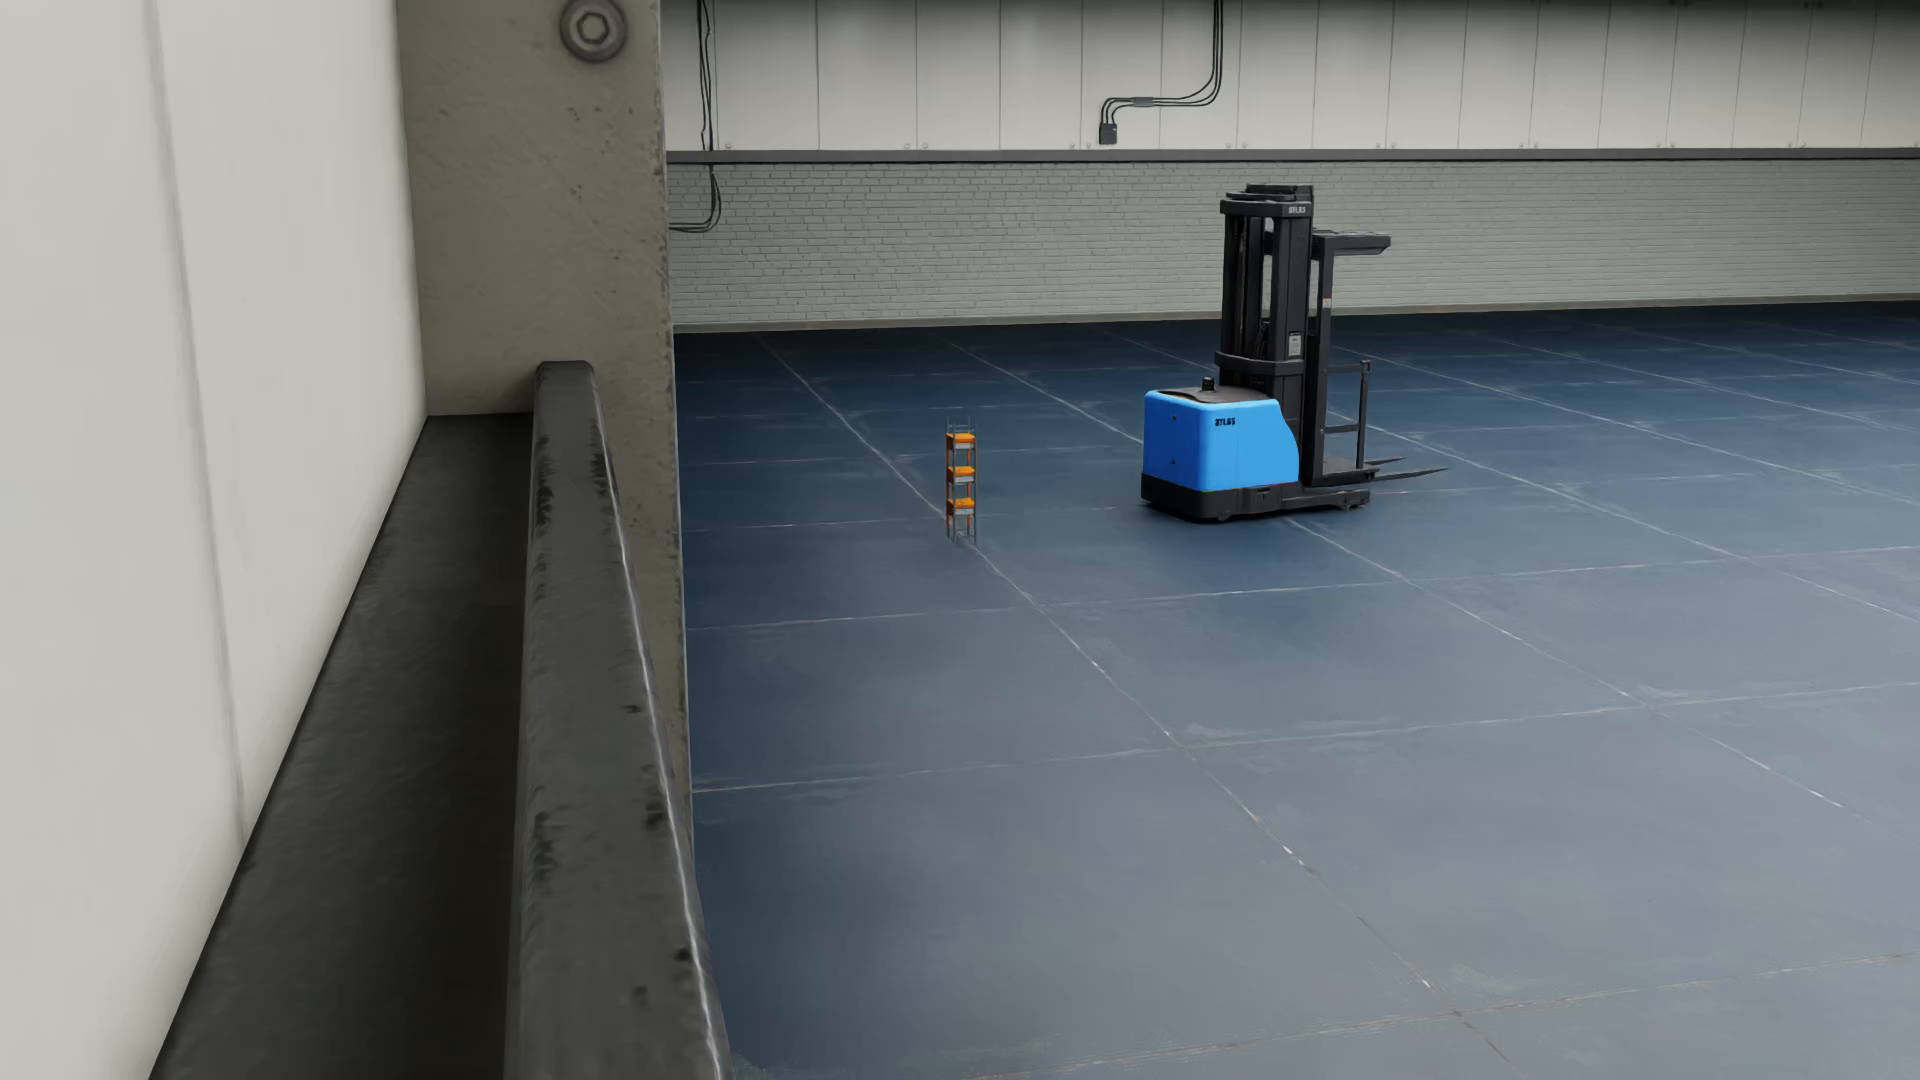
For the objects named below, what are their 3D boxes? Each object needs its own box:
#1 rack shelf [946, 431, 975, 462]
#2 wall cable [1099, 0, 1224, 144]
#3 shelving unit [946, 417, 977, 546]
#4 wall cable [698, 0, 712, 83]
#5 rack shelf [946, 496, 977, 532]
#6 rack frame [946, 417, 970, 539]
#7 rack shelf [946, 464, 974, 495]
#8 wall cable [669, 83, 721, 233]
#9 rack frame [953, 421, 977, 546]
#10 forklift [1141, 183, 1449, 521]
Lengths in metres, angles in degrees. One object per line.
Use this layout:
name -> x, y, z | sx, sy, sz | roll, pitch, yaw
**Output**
rack shelf -> 0.013, -0.763, 13.965 | 0.215, 0.259, 0.240 | -3, 14, -13
wall cable -> 3.635, -10.093, 29.391 | 2.305, 6.003, 0.169 | -3, 14, -13
shelving unit -> 0.013, -0.498, 14.030 | 0.215, 1.050, 0.252 | -3, 14, -13
wall cable -> -2.967, -9.012, 28.030 | 3.097, 2.526, 0.112 | -3, 14, -13
rack shelf -> 0.013, -0.217, 14.098 | 0.215, 0.259, 0.240 | -3, 14, -13
rack frame -> -0.016, -0.526, 14.145 | 0.200, 1.050, 0.008 | -3, 14, -13
rack shelf -> 0.013, -0.487, 14.032 | 0.215, 0.259, 0.240 | -3, 14, -13
wall cable -> -5.597, -6.407, 28.013 | 3.097, 2.526, 0.112 | -3, 14, -13
rack frame -> 0.041, -0.470, 13.914 | 0.200, 1.050, 0.008 | -3, 14, -13
forklift -> 3.240, -1.813, 15.448 | 3.031, 2.935, 1.130 | -7, 15, -26
